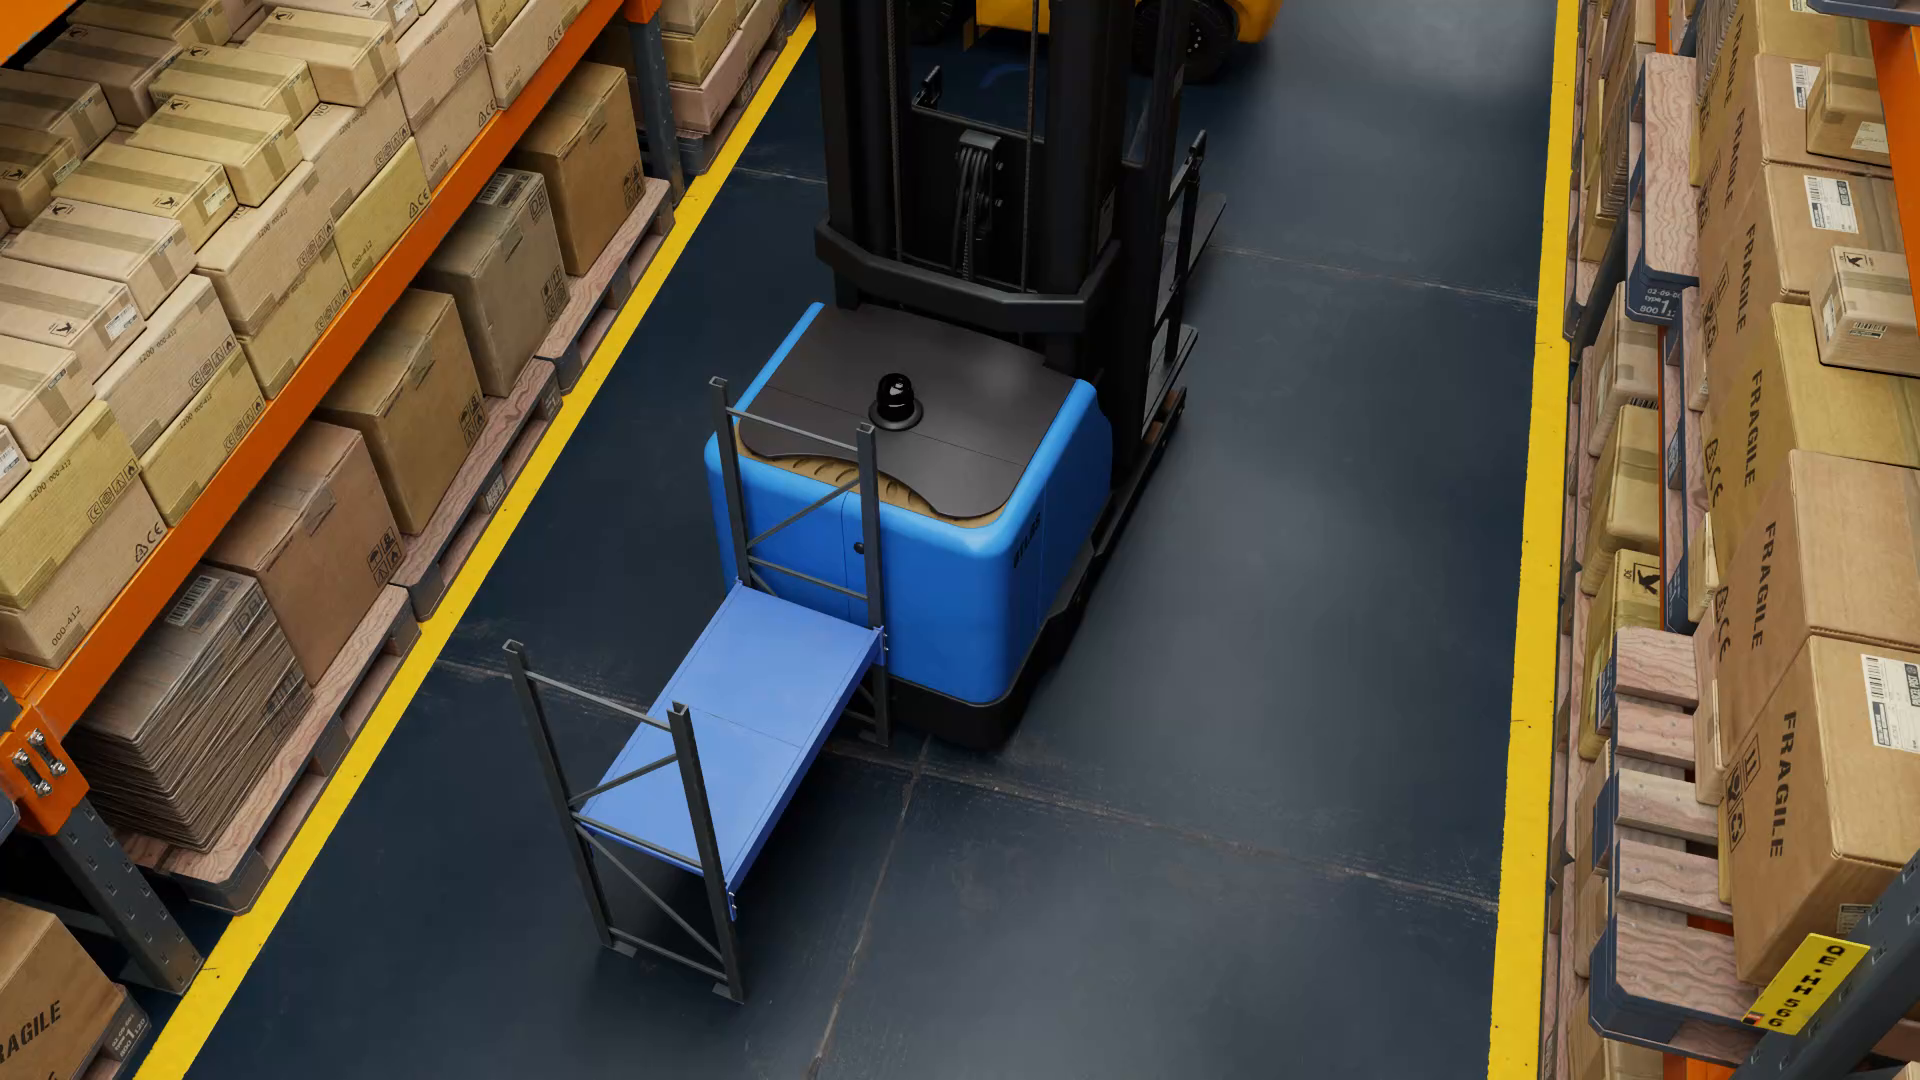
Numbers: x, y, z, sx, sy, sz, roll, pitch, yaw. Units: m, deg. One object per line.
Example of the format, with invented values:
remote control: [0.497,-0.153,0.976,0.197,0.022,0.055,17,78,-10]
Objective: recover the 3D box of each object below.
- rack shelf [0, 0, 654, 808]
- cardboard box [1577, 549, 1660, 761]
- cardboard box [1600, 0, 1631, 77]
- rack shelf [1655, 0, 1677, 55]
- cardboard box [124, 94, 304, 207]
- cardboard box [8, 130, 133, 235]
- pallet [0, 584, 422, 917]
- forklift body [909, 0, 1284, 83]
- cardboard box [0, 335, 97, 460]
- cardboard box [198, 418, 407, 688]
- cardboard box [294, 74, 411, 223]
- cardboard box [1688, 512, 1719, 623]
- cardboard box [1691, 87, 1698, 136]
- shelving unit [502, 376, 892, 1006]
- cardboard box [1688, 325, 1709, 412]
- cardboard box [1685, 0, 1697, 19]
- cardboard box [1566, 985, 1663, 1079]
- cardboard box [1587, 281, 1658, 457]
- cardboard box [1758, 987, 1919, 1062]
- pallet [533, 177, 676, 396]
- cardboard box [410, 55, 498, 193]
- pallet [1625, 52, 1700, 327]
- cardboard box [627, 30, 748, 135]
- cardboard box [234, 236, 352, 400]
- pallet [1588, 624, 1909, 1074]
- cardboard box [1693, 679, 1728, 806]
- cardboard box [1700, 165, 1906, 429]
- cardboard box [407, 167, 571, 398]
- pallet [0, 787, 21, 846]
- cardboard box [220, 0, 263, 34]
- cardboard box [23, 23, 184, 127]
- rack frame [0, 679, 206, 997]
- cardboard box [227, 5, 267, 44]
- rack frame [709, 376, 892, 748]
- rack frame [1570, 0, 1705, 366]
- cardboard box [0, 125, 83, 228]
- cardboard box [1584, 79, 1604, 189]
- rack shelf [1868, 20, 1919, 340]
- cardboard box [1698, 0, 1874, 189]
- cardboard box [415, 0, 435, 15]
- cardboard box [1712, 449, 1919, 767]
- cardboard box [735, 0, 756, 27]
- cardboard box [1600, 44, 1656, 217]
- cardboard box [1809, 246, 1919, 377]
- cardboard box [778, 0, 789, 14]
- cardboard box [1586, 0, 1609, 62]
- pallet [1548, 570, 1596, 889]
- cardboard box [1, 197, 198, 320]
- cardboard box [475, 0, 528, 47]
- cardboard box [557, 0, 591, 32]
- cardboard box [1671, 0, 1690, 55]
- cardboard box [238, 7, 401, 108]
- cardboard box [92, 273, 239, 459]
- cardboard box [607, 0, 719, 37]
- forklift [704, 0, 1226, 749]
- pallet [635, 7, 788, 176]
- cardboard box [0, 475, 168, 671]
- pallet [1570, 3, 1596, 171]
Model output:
rack shelf: [-2.288,-0.962,5.578,1.077,0.370,4.000,12,50,10]
cardboard box: [2.525,0.465,5.312,0.950,0.372,0.625,13,50,11]
cardboard box: [3.190,-2.365,7.390,0.500,0.500,0.500,14,50,12]
rack shelf: [3.554,-2.878,7.269,1.077,0.370,4.000,12,50,10]
cardboard box: [-2.117,-1.109,4.729,0.380,0.149,0.250,13,50,11]
cardboard box: [-2.697,-0.980,4.881,0.500,0.250,0.500,11,50,10]
pallet: [-2.560,0.582,5.596,1.003,0.211,1.213,12,50,10]
forklift body: [0.552,-3.527,7.928,2.313,2.155,1.214,12,50,10]
cardboard box: [-2.377,-0.366,4.073,0.380,0.149,0.250,13,50,11]
cardboard box: [-2.473,-0.029,5.578,0.875,0.625,0.625,13,50,11]
cardboard box: [-2.064,-1.253,5.122,0.500,0.250,0.500,12,50,11]
cardboard box: [1.991,0.103,4.046,0.380,0.149,0.250,12,50,11]
cardboard box: [2.578,-1.388,5.362,0.380,0.149,0.250,12,50,11]
shelving unit: [-0.669,0.472,4.833,0.538,1.500,1.048,18,51,15]
cardboard box: [2.208,-0.451,4.534,0.380,0.149,0.250,13,50,11]
cardboard box: [2.905,-2.171,5.901,0.500,0.500,0.500,10,49,9]
cardboard box: [2.134,1.548,4.356,0.950,0.372,0.625,9,49,7]
cardboard box: [2.892,-0.559,6.215,0.950,0.372,0.625,12,50,11]
cardboard box: [1.835,0.884,3.356,0.380,0.149,0.250,13,50,11]
pallet: [-1.918,-1.183,7.153,1.003,0.211,1.213,12,50,10]
cardboard box: [-1.929,-1.463,5.640,0.500,0.250,0.500,12,50,10]
pallet: [2.687,-1.082,5.332,1.003,0.211,1.213,12,50,10]
cardboard box: [-1.315,-2.160,7.709,0.500,0.250,0.500,12,50,10]
cardboard box: [-2.196,-0.713,4.979,0.500,0.250,0.500,10,49,9]
pallet: [2.060,0.751,3.715,1.213,0.211,1.003,12,50,10]
cardboard box: [1.858,0.485,3.709,0.380,0.149,0.250,11,50,10]
cardboard box: [2.229,-0.566,4.204,0.500,0.500,0.500,10,49,8]
cardboard box: [-2.100,-1.060,6.489,0.875,0.625,0.625,11,50,10]
pallet: [-2.925,0.815,3.658,1.213,0.211,1.003,12,50,10]
cardboard box: [-2.448,-1.770,5.312,0.380,0.149,0.250,11,50,10]
cardboard box: [-2.539,-1.390,4.977,0.380,0.149,0.250,13,50,11]
rack frame: [-2.814,0.247,4.031,1.000,3.000,0.127,12,50,10]
cardboard box: [-2.431,-1.715,5.530,0.500,0.250,0.500,10,49,9]
rack frame: [-0.466,0.123,5.141,0.500,1.500,0.032,18,51,15]
rack frame: [3.028,-1.669,5.723,1.000,3.000,0.127,12,50,10]
cardboard box: [-2.695,-1.027,4.657,0.380,0.149,0.250,11,50,10]
cardboard box: [3.055,-1.766,7.362,0.500,0.250,0.500,10,49,9]
rack shelf: [2.502,-0.977,3.591,1.077,0.370,4.000,12,50,10]
cardboard box: [2.497,-1.295,4.847,0.500,0.500,0.500,12,50,10]
cardboard box: [-1.874,-1.853,5.385,0.380,0.149,0.250,10,49,9]
cardboard box: [1.952,0.194,3.533,0.500,0.500,0.500,11,49,9]
cardboard box: [-1.206,-2.694,7.848,0.500,0.250,0.500,11,50,10]
cardboard box: [2.925,-1.628,6.739,0.500,0.500,0.500,11,49,10]
cardboard box: [2.134,-0.500,3.713,0.380,0.149,0.250,9,49,8]
cardboard box: [-1.076,-2.905,8.367,0.500,0.250,0.500,12,50,11]
cardboard box: [3.329,-2.498,8.008,0.500,0.250,0.500,15,50,13]
pallet: [2.505,0.702,5.490,1.003,0.211,1.213,12,50,10]
cardboard box: [-2.278,-0.749,4.411,0.380,0.149,0.250,12,50,10]
cardboard box: [-1.773,-1.983,5.766,0.500,0.250,0.500,10,49,9]
cardboard box: [-1.642,-2.180,6.274,0.500,0.250,0.500,13,50,11]
cardboard box: [2.819,-1.879,6.075,0.380,0.149,0.250,11,50,10]
cardboard box: [-1.940,-1.466,5.044,0.380,0.149,0.250,10,49,9]
cardboard box: [-2.329,-0.503,4.460,0.500,0.250,0.500,13,50,11]
cardboard box: [-1.332,-2.494,7.338,0.500,0.250,0.500,11,49,9]
forklift: [0.250,-1.398,5.529,1.130,2.935,3.031,18,51,15]
pallet: [-1.512,-2.290,8.131,1.003,0.211,1.213,12,50,10]
cardboard box: [-2.462,0.024,4.328,0.500,0.250,0.500,12,50,10]
pallet: [3.490,-2.125,7.984,1.003,0.211,1.213,12,50,10]
